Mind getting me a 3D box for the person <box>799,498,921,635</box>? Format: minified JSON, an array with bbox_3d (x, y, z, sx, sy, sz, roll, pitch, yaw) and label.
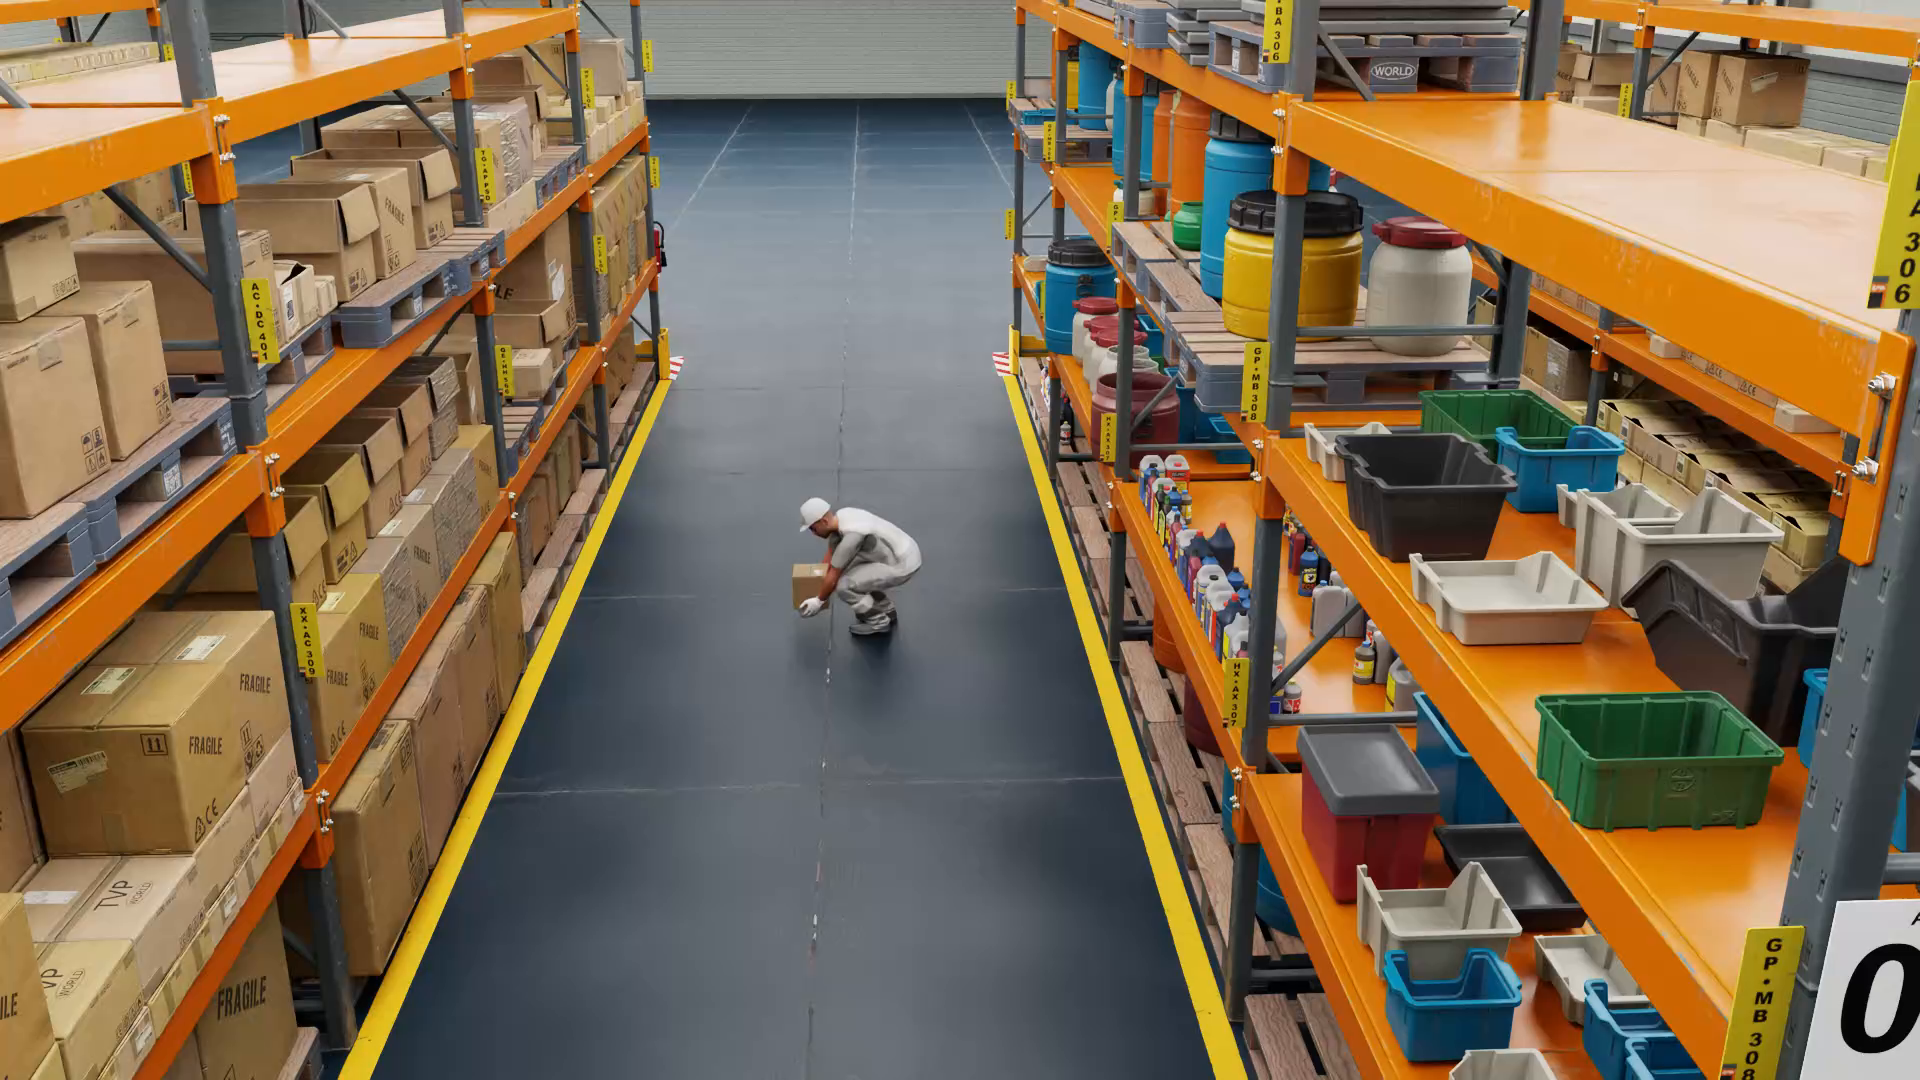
[{"bbox_3d":[-0.711,0.166,11.733,0.881,1.007,0.575,-1,20,-3],"label":"person"}]
